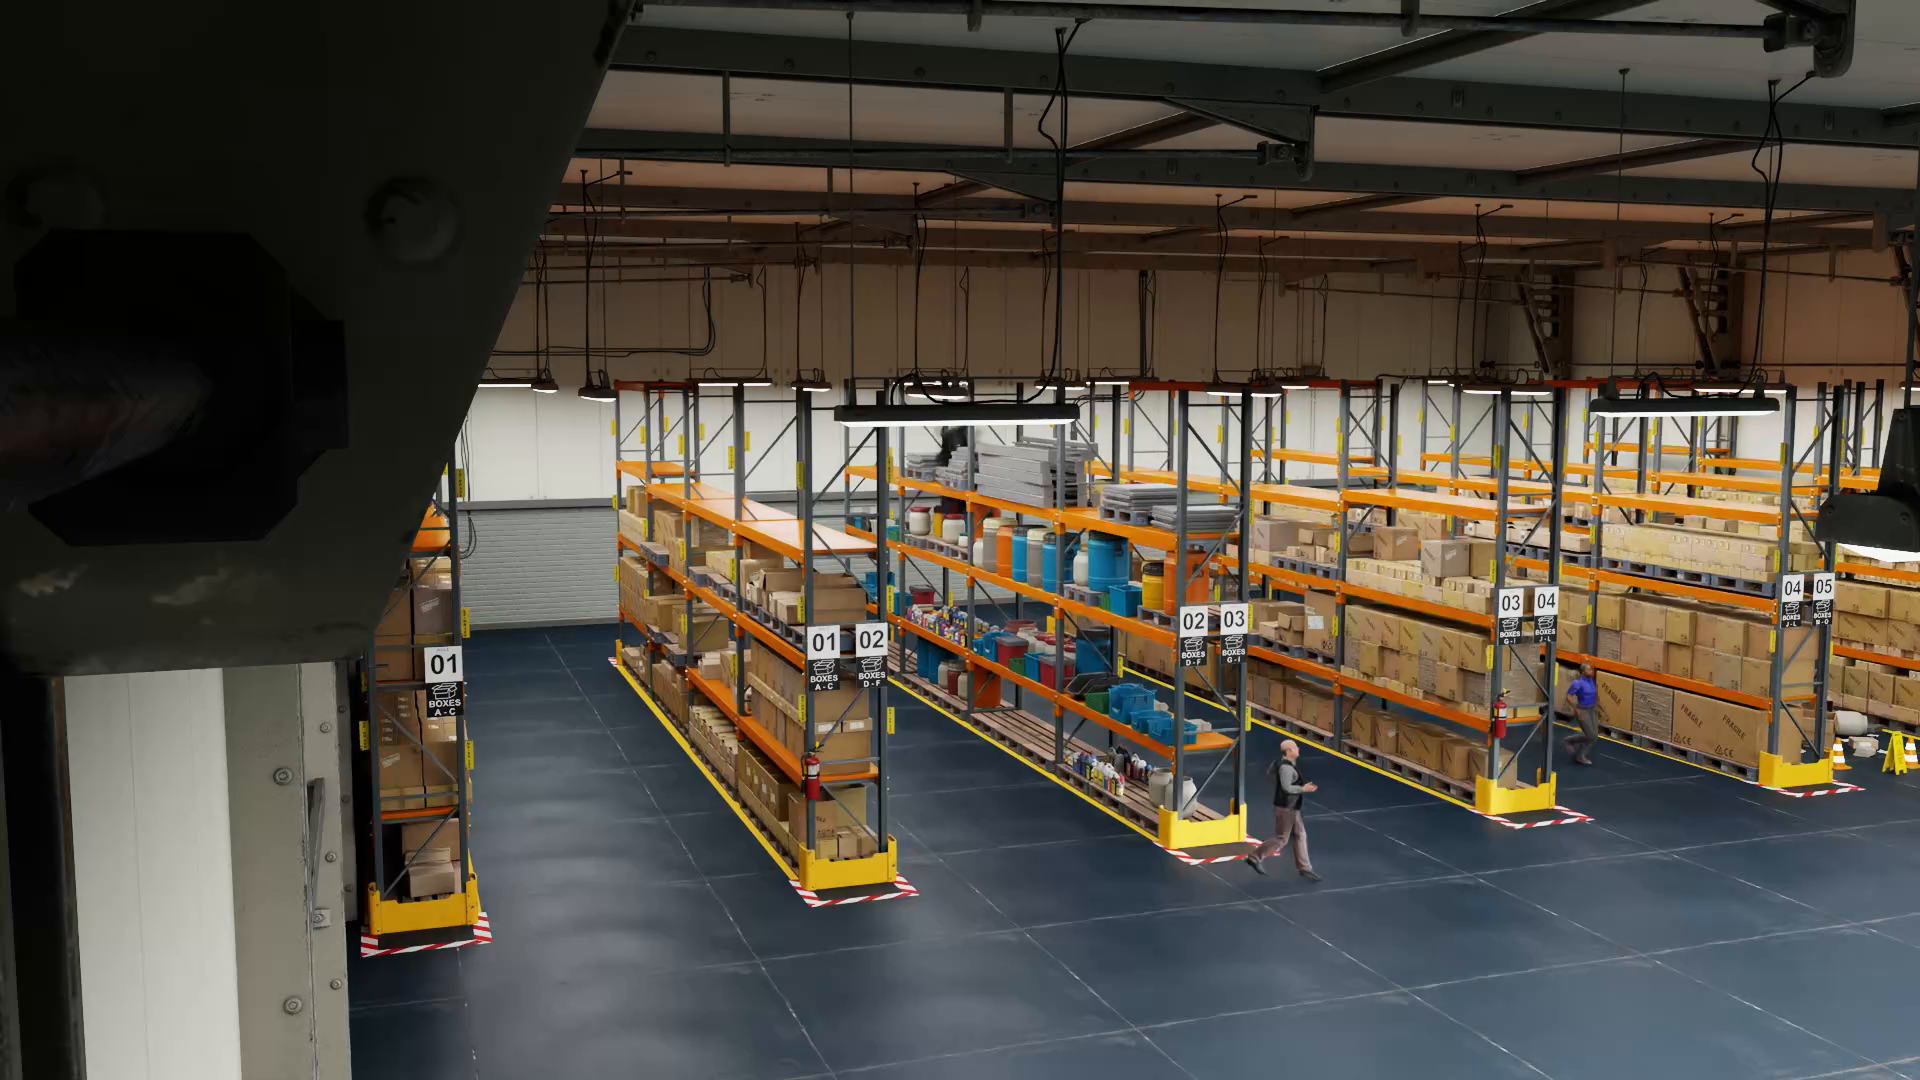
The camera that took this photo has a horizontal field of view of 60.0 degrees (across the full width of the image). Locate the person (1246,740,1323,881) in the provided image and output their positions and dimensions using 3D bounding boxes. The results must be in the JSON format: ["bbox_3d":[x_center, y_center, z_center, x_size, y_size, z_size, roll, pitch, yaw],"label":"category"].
[{"bbox_3d":[3.998,3.314,20.410,0.935,1.749,0.666,1,6,11],"label":"person"}]

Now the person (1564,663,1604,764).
[{"bbox_3d":[9.923,2.750,26.390,0.575,1.611,0.559,-4,7,-33],"label":"person"}]
